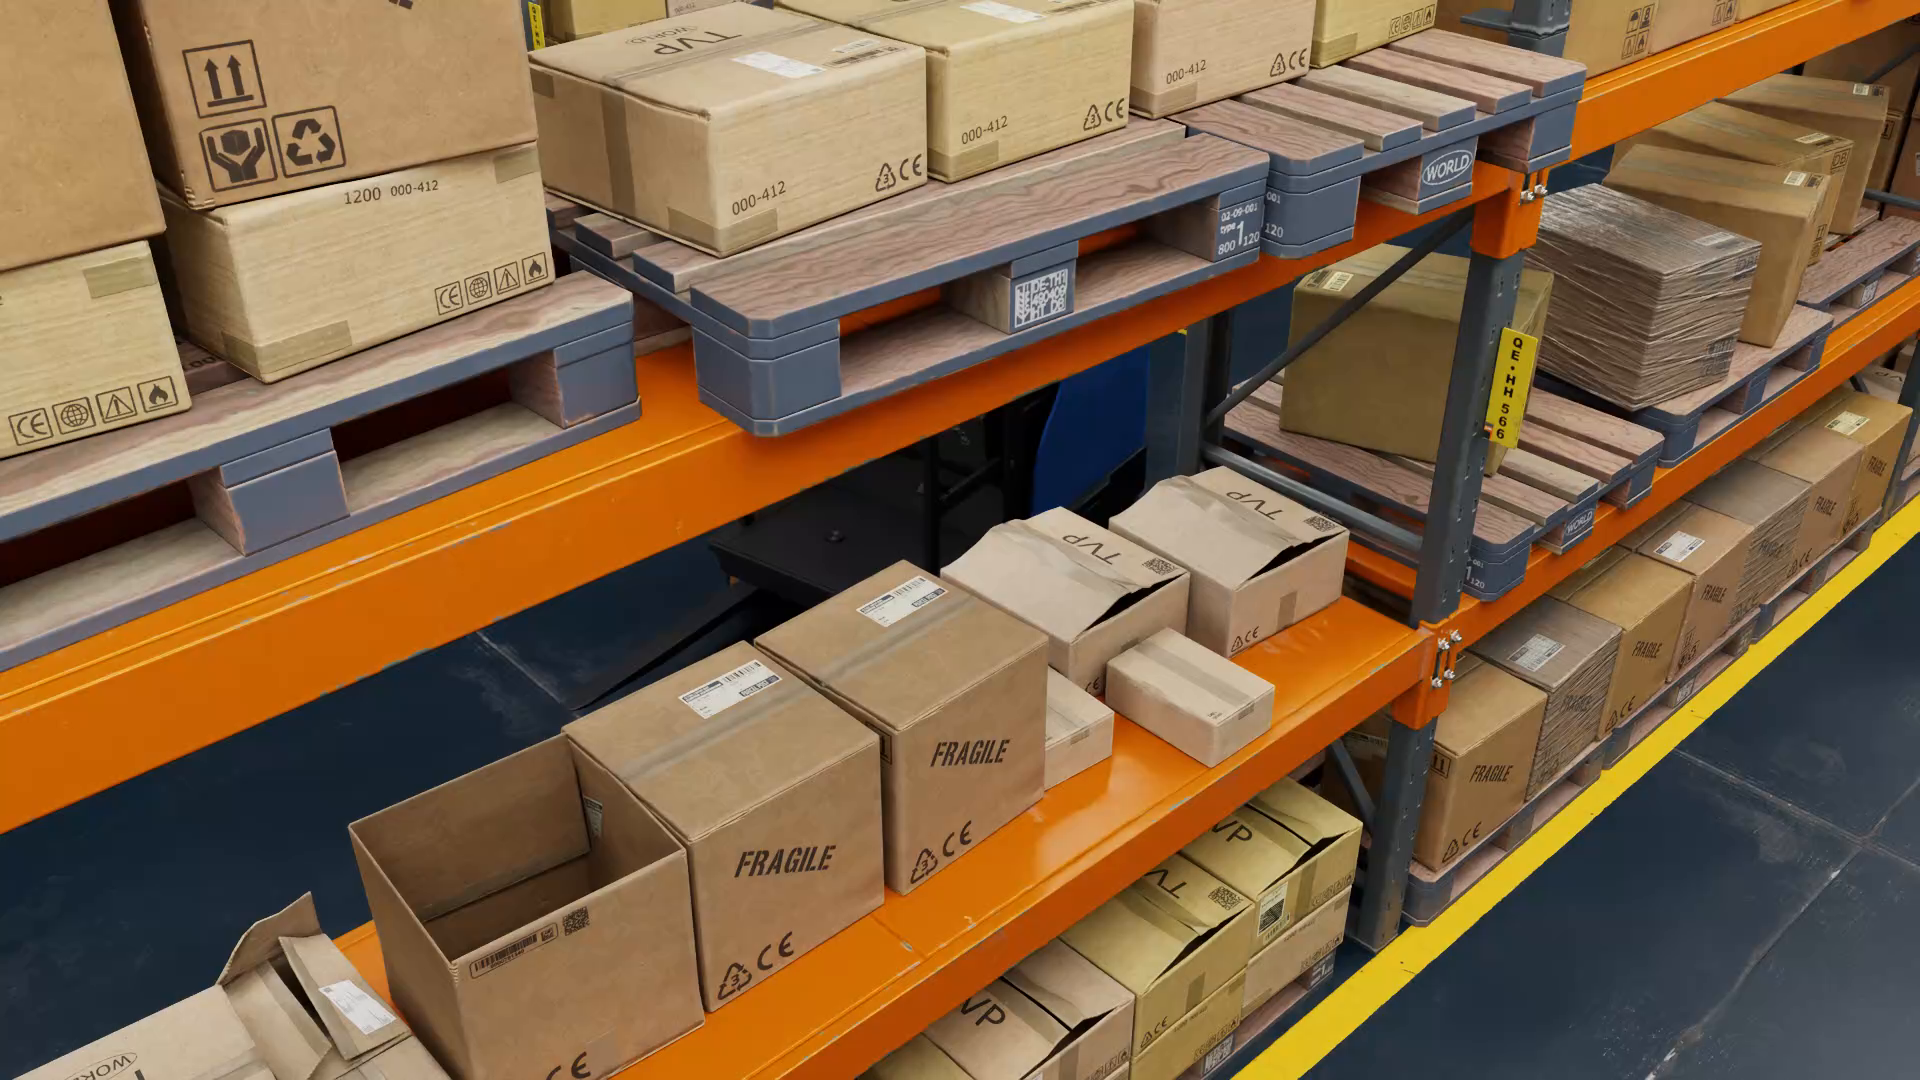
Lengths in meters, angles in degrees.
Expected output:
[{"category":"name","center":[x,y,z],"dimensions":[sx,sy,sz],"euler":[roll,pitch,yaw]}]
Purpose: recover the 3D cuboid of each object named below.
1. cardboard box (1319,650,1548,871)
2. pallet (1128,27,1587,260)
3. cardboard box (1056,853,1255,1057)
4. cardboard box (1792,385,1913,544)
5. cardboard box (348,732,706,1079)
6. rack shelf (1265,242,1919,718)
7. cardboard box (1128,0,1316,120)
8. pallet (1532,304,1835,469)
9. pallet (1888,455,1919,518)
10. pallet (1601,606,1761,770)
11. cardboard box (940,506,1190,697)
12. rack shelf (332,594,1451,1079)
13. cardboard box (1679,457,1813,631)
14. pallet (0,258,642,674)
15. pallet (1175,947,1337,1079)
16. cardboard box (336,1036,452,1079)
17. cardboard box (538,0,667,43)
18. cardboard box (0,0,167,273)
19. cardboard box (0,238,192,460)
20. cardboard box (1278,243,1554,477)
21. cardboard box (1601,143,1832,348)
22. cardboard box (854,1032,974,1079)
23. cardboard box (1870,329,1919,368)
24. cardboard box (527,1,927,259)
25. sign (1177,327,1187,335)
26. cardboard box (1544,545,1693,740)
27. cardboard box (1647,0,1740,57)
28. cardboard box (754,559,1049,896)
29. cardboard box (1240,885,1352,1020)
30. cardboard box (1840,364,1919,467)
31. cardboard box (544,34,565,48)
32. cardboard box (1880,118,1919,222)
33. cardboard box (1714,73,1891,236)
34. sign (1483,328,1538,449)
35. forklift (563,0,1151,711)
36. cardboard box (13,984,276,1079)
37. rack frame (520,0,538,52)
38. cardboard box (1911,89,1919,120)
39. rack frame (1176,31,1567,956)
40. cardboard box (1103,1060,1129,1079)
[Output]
[{"category":"cardboard box","center":[1.609,0.709,5.690],"dimensions":[0.500,0.500,0.500],"euler":[-24,39,-34]},{"category":"pallet","center":[0.644,-1.042,3.884],"dimensions":[1.003,0.211,1.213],"euler":[-24,39,-33]},{"category":"cardboard box","center":[0.488,1.104,4.765],"dimensions":[0.500,0.311,0.500],"euler":[-27,40,-36]},{"category":"cardboard box","center":[3.847,-0.373,7.459],"dimensions":[0.500,0.500,0.500],"euler":[-26,40,-36]},{"category":"cardboard box","center":[-0.891,0.805,3.462],"dimensions":[0.500,0.500,0.500],"euler":[-23,38,-32]},{"category":"rack shelf","center":[2.548,-0.520,6.415],"dimensions":[4.000,0.370,1.077],"euler":[-26,40,-35]},{"category":"cardboard box","center":[0.415,-1.137,3.601],"dimensions":[0.500,0.250,0.500],"euler":[-25,39,-34]},{"category":"pallet","center":[2.504,-0.727,6.248],"dimensions":[1.213,0.211,1.003],"euler":[-26,40,-35]},{"category":"pallet","center":[4.518,-0.590,8.513],"dimensions":[1.213,0.211,1.003],"euler":[-26,40,-35]},{"category":"pallet","center":[2.549,0.391,6.908],"dimensions":[1.213,0.211,1.003],"euler":[-26,40,-35]},{"category":"cardboard box","center":[0.294,0.163,4.693],"dimensions":[0.500,0.311,0.500],"euler":[-26,40,-36]},{"category":"rack shelf","center":[-0.385,0.899,4.095],"dimensions":[4.000,0.370,1.077],"euler":[-26,40,-35]},{"category":"cardboard box","center":[3.111,-0.023,6.887],"dimensions":[0.500,0.500,0.500],"euler":[-25,39,-35]},{"category":"pallet","center":[-1.214,-0.215,2.534],"dimensions":[0.805,0.209,1.217],"euler":[27,41,37]},{"category":"pallet","center":[0.451,1.349,5.342],"dimensions":[1.213,0.211,1.003],"euler":[-26,40,-35]},{"category":"cardboard box","center":[-1.063,1.172,3.199],"dimensions":[0.250,0.149,0.380],"euler":[-26,40,-35]},{"category":"cardboard box","center":[-1.760,-2.582,7.978],"dimensions":[0.500,0.250,0.500],"euler":[-25,39,-34]},{"category":"cardboard box","center":[-1.373,-0.617,2.031],"dimensions":[0.500,0.500,0.500],"euler":[-25,40,-35]},{"category":"cardboard box","center":[-1.394,-0.309,2.245],"dimensions":[0.500,0.250,0.500],"euler":[-21,37,-31]},{"category":"cardboard box","center":[1.466,-0.606,5.367],"dimensions":[0.700,0.500,0.500],"euler":[15,35,23]},{"category":"cardboard box","center":[2.761,-1.108,6.188],"dimensions":[0.700,0.500,0.500],"euler":[18,36,27]},{"category":"cardboard box","center":[-0.253,1.459,4.185],"dimensions":[0.500,0.311,0.500],"euler":[-25,39,-34]},{"category":"cardboard box","center":[4.789,-1.154,8.917],"dimensions":[0.500,0.311,0.500],"euler":[-26,40,-35]},{"category":"cardboard box","center":[-0.408,-0.749,2.965],"dimensions":[0.500,0.250,0.500],"euler":[25,40,35]},{"category":"sign","center":[0.705,-0.782,5.120],"dimensions":[0.005,0.325,0.100],"euler":[-26,40,-35]},{"category":"cardboard box","center":[2.360,0.345,6.285],"dimensions":[0.500,0.500,0.500],"euler":[-26,40,-36]},{"category":"cardboard box","center":[1.752,-1.789,4.829],"dimensions":[0.500,0.500,0.910],"euler":[-26,40,-35]},{"category":"cardboard box","center":[-0.138,0.441,4.058],"dimensions":[0.500,0.500,0.500],"euler":[27,40,36]},{"category":"cardboard box","center":[0.861,1.156,5.217],"dimensions":[0.500,0.250,0.500],"euler":[-25,39,-34]},{"category":"cardboard box","center":[4.469,-0.643,8.082],"dimensions":[0.500,0.311,0.500],"euler":[-26,40,-35]},{"category":"cardboard box","center":[-1.760,-2.264,8.177],"dimensions":[0.500,0.500,0.500],"euler":[-24,39,-34]},{"category":"cardboard box","center":[4.573,-1.656,7.487],"dimensions":[0.500,0.500,0.500],"euler":[-25,39,-34]},{"category":"cardboard box","center":[3.515,-1.676,7.117],"dimensions":[0.700,0.500,0.500],"euler":[15,35,23]},{"category":"sign","center":[1.461,-0.401,4.420],"dimensions":[0.005,0.325,0.100],"euler":[-26,40,-35]},{"category":"forklift","center":[-0.364,-0.980,6.543],"dimensions":[1.130,2.935,3.031],"euler":[20,37,29]},{"category":"cardboard box","center":[-1.521,1.174,3.099],"dimensions":[0.500,0.250,0.500],"euler":[-23,38,-33]},{"category":"rack frame","center":[-2.290,-2.011,8.164],"dimensions":[0.127,3.000,1.000],"euler":[-26,40,-35]},{"category":"cardboard box","center":[4.551,-2.065,7.198],"dimensions":[0.500,0.500,0.500],"euler":[-25,39,-34]},{"category":"rack frame","center":[1.081,-0.118,5.067],"dimensions":[0.127,3.000,1.000],"euler":[-26,40,-35]},{"category":"cardboard box","center":[0.115,1.518,4.626],"dimensions":[0.500,0.250,0.500],"euler":[-25,39,-34]}]
